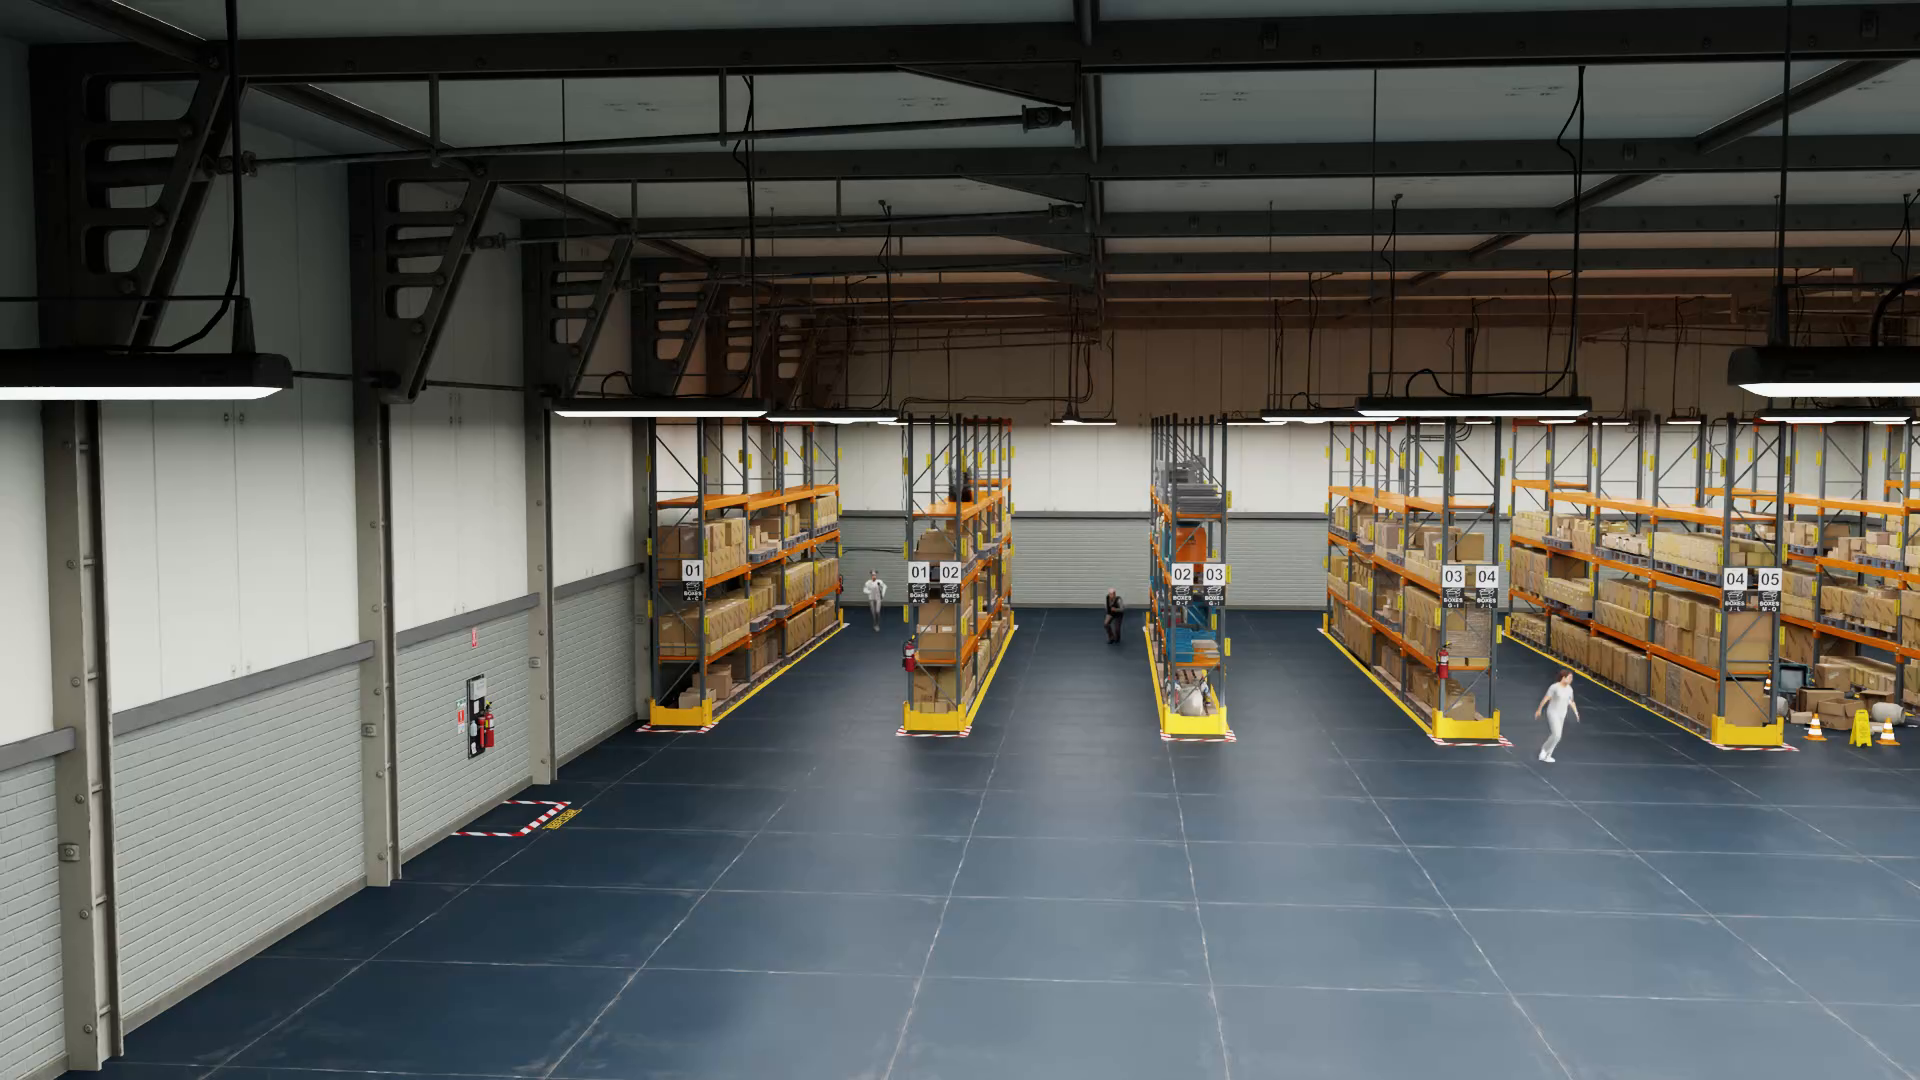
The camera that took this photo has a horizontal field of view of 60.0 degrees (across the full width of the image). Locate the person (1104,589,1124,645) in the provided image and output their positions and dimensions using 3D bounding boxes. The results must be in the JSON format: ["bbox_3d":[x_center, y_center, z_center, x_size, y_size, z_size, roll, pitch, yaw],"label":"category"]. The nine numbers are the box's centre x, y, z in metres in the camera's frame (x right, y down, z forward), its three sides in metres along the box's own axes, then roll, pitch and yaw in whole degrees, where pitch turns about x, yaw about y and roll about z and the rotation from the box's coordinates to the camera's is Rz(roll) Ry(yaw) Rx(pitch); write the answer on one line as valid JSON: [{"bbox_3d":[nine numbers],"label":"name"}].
[{"bbox_3d":[4.093,1.996,43.760,0.645,1.495,1.134,2,4,25],"label":"person"}]

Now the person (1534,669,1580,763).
[{"bbox_3d":[10.204,3.002,28.382,0.562,1.623,0.600,-2,4,-27],"label":"person"}]

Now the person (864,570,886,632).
[{"bbox_3d":[-2.409,1.719,46.965,0.602,1.736,0.725,0,4,5],"label":"person"}]
